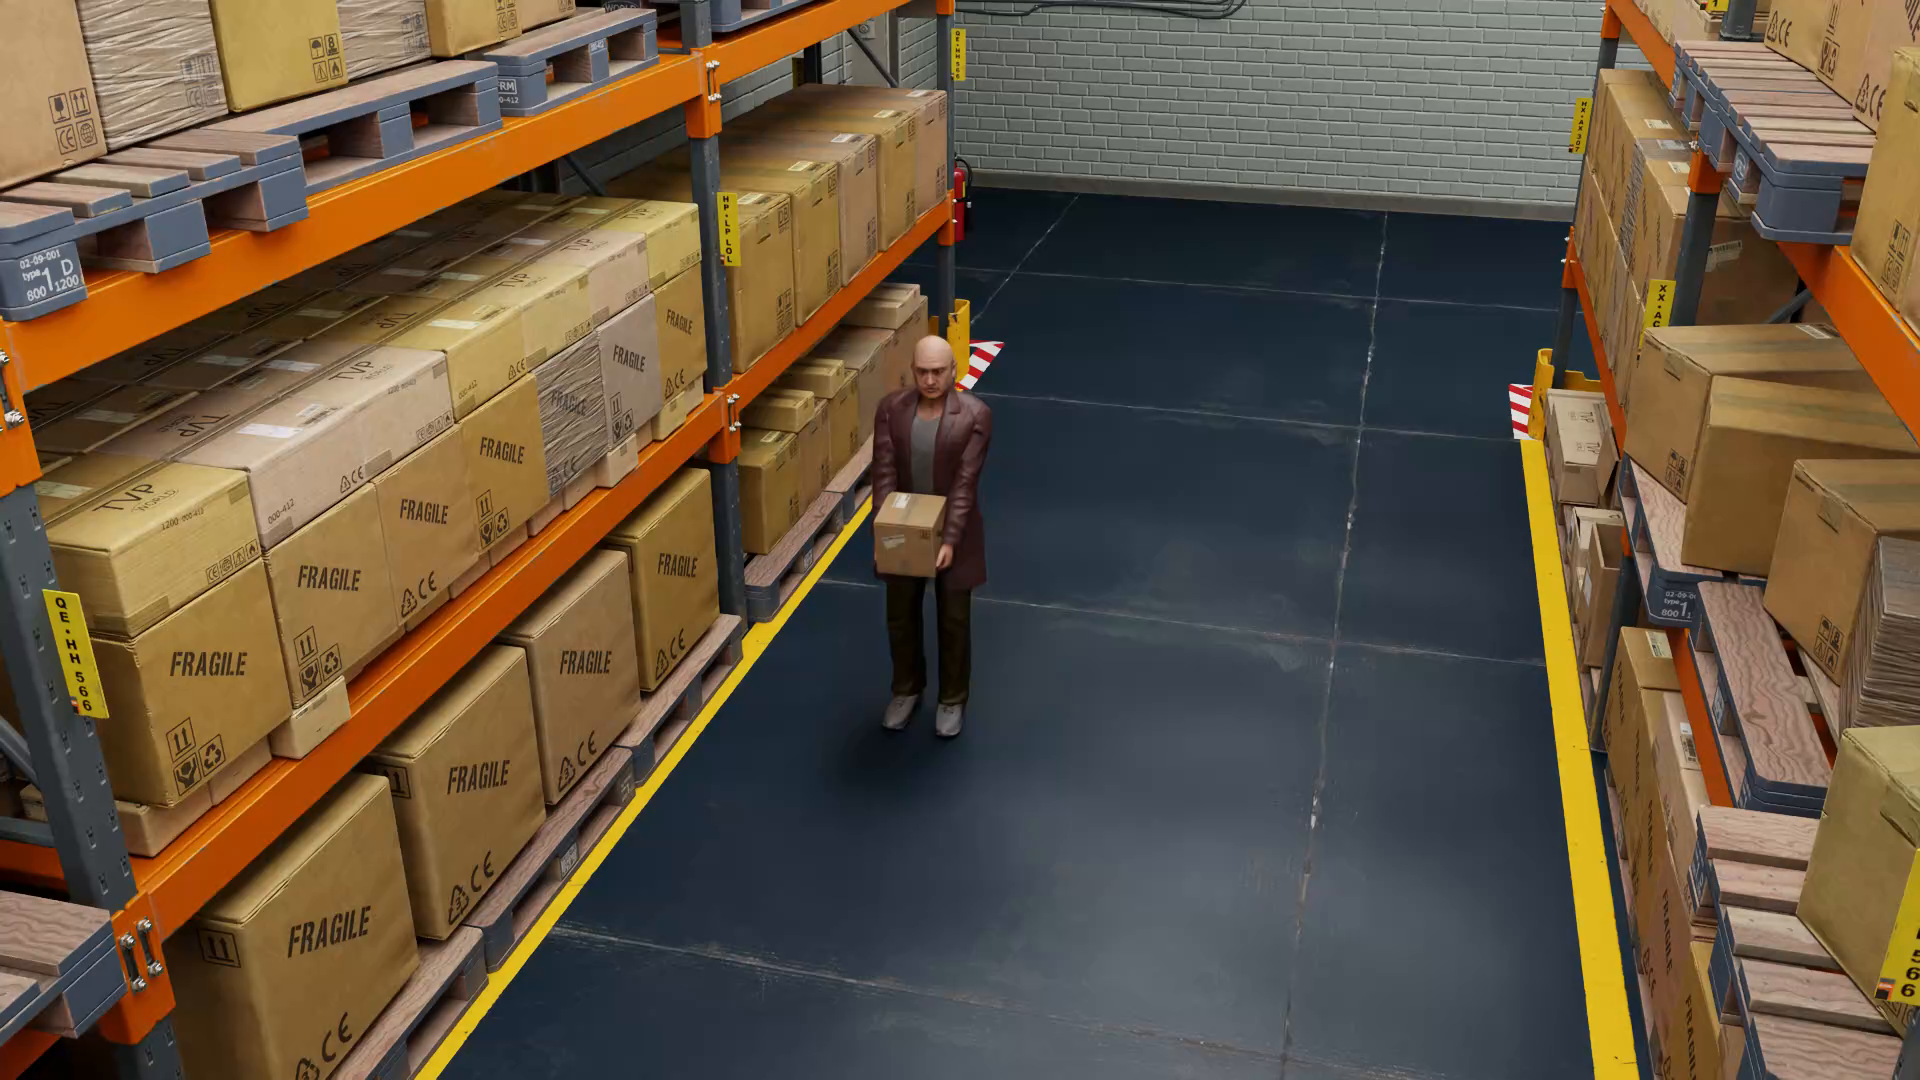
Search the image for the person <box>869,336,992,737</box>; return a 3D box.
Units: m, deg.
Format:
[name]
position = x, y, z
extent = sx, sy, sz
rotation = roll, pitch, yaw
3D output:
[person]
position = -0.143, 0.004, 7.123
extent = 0.524, 1.779, 0.565
rotation = 6, 26, 13
